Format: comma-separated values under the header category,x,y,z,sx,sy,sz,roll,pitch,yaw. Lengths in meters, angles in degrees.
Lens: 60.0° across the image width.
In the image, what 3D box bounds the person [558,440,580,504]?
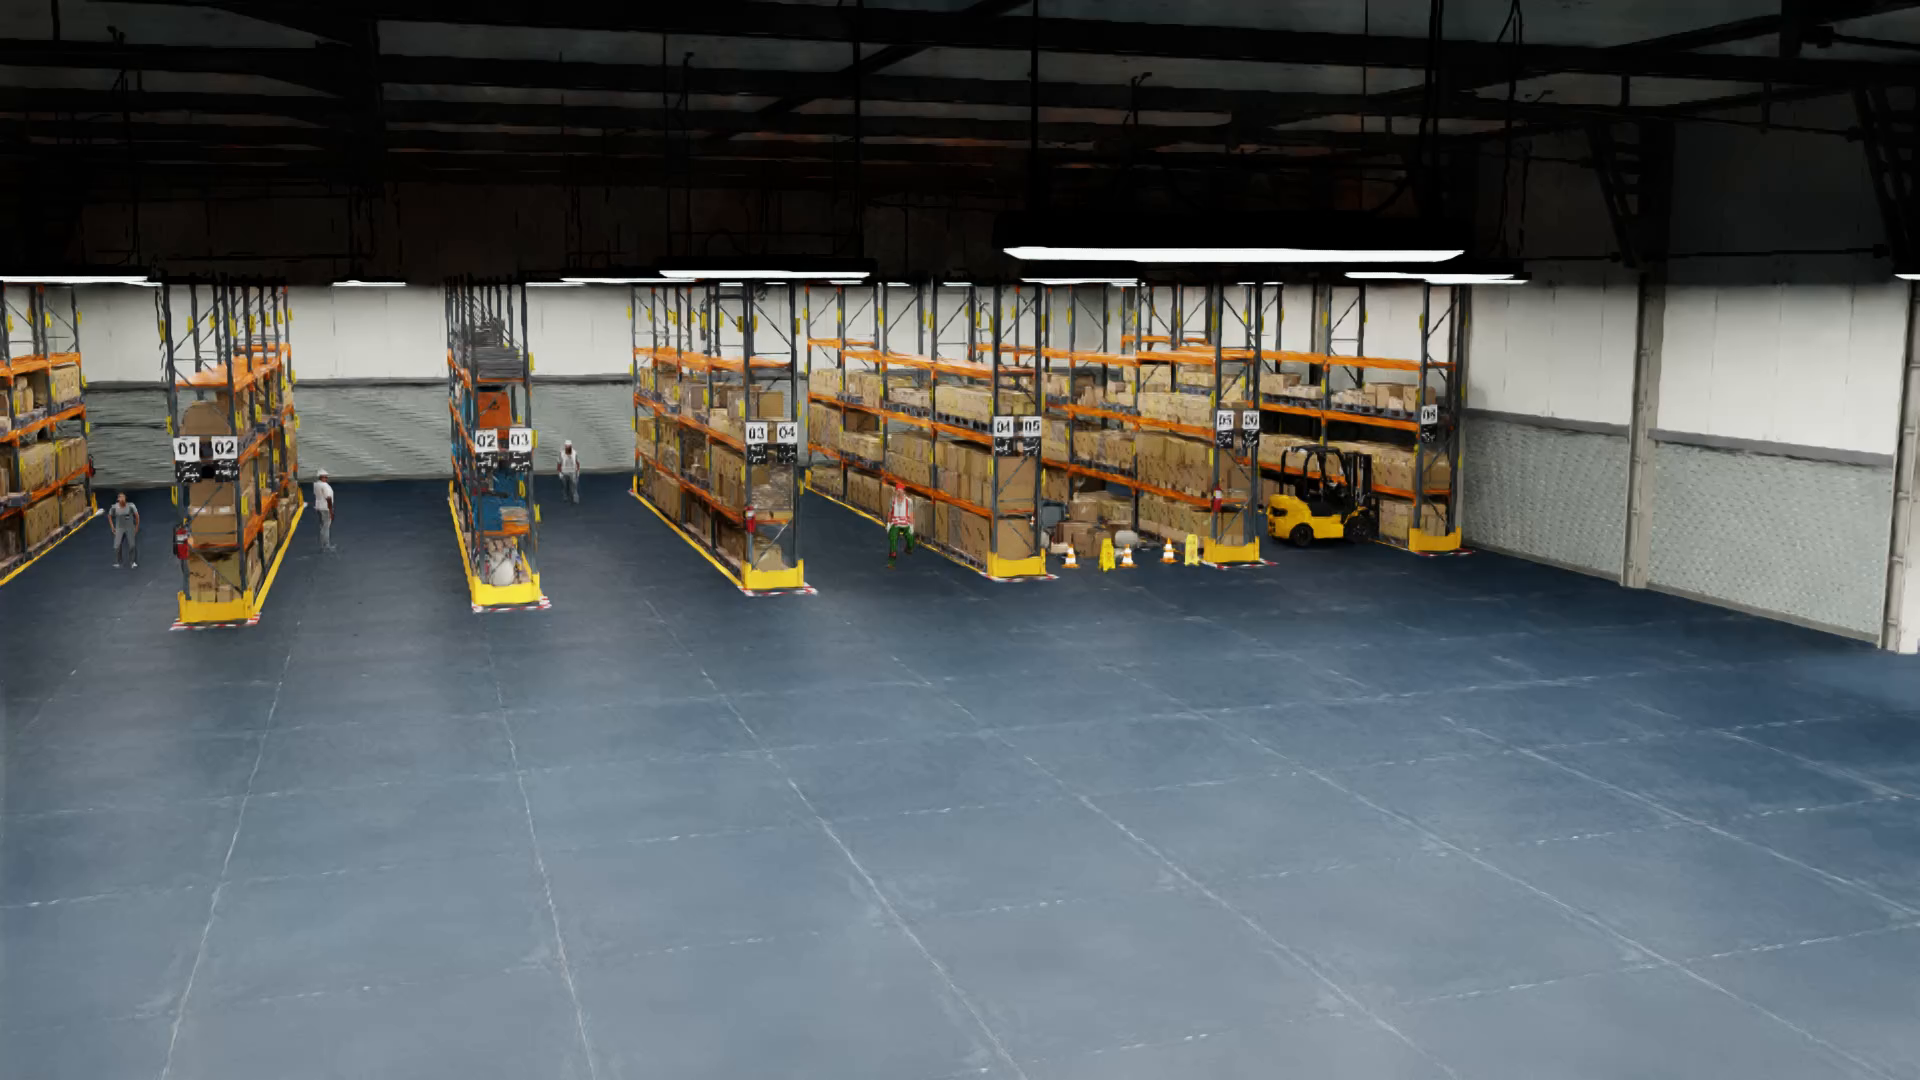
category,x,y,z,sx,sy,sz,roll,pitch,yaw
person,-10.449,-1.828,44.422,0.566,1.706,1.122,-3,9,-16

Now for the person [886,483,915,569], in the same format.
category,x,y,z,sx,sy,sz,roll,pitch,yaw
person,-1.217,-0.304,33.917,0.600,1.750,0.962,1,9,5

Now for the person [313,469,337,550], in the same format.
category,x,y,z,sx,sy,sz,roll,pitch,yaw
person,-13.958,-0.680,36.637,0.632,1.759,0.453,8,12,42

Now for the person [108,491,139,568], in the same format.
category,x,y,z,sx,sy,sz,roll,pitch,yaw
person,-17.187,-0.219,34.222,0.580,1.618,0.507,-3,9,-20
